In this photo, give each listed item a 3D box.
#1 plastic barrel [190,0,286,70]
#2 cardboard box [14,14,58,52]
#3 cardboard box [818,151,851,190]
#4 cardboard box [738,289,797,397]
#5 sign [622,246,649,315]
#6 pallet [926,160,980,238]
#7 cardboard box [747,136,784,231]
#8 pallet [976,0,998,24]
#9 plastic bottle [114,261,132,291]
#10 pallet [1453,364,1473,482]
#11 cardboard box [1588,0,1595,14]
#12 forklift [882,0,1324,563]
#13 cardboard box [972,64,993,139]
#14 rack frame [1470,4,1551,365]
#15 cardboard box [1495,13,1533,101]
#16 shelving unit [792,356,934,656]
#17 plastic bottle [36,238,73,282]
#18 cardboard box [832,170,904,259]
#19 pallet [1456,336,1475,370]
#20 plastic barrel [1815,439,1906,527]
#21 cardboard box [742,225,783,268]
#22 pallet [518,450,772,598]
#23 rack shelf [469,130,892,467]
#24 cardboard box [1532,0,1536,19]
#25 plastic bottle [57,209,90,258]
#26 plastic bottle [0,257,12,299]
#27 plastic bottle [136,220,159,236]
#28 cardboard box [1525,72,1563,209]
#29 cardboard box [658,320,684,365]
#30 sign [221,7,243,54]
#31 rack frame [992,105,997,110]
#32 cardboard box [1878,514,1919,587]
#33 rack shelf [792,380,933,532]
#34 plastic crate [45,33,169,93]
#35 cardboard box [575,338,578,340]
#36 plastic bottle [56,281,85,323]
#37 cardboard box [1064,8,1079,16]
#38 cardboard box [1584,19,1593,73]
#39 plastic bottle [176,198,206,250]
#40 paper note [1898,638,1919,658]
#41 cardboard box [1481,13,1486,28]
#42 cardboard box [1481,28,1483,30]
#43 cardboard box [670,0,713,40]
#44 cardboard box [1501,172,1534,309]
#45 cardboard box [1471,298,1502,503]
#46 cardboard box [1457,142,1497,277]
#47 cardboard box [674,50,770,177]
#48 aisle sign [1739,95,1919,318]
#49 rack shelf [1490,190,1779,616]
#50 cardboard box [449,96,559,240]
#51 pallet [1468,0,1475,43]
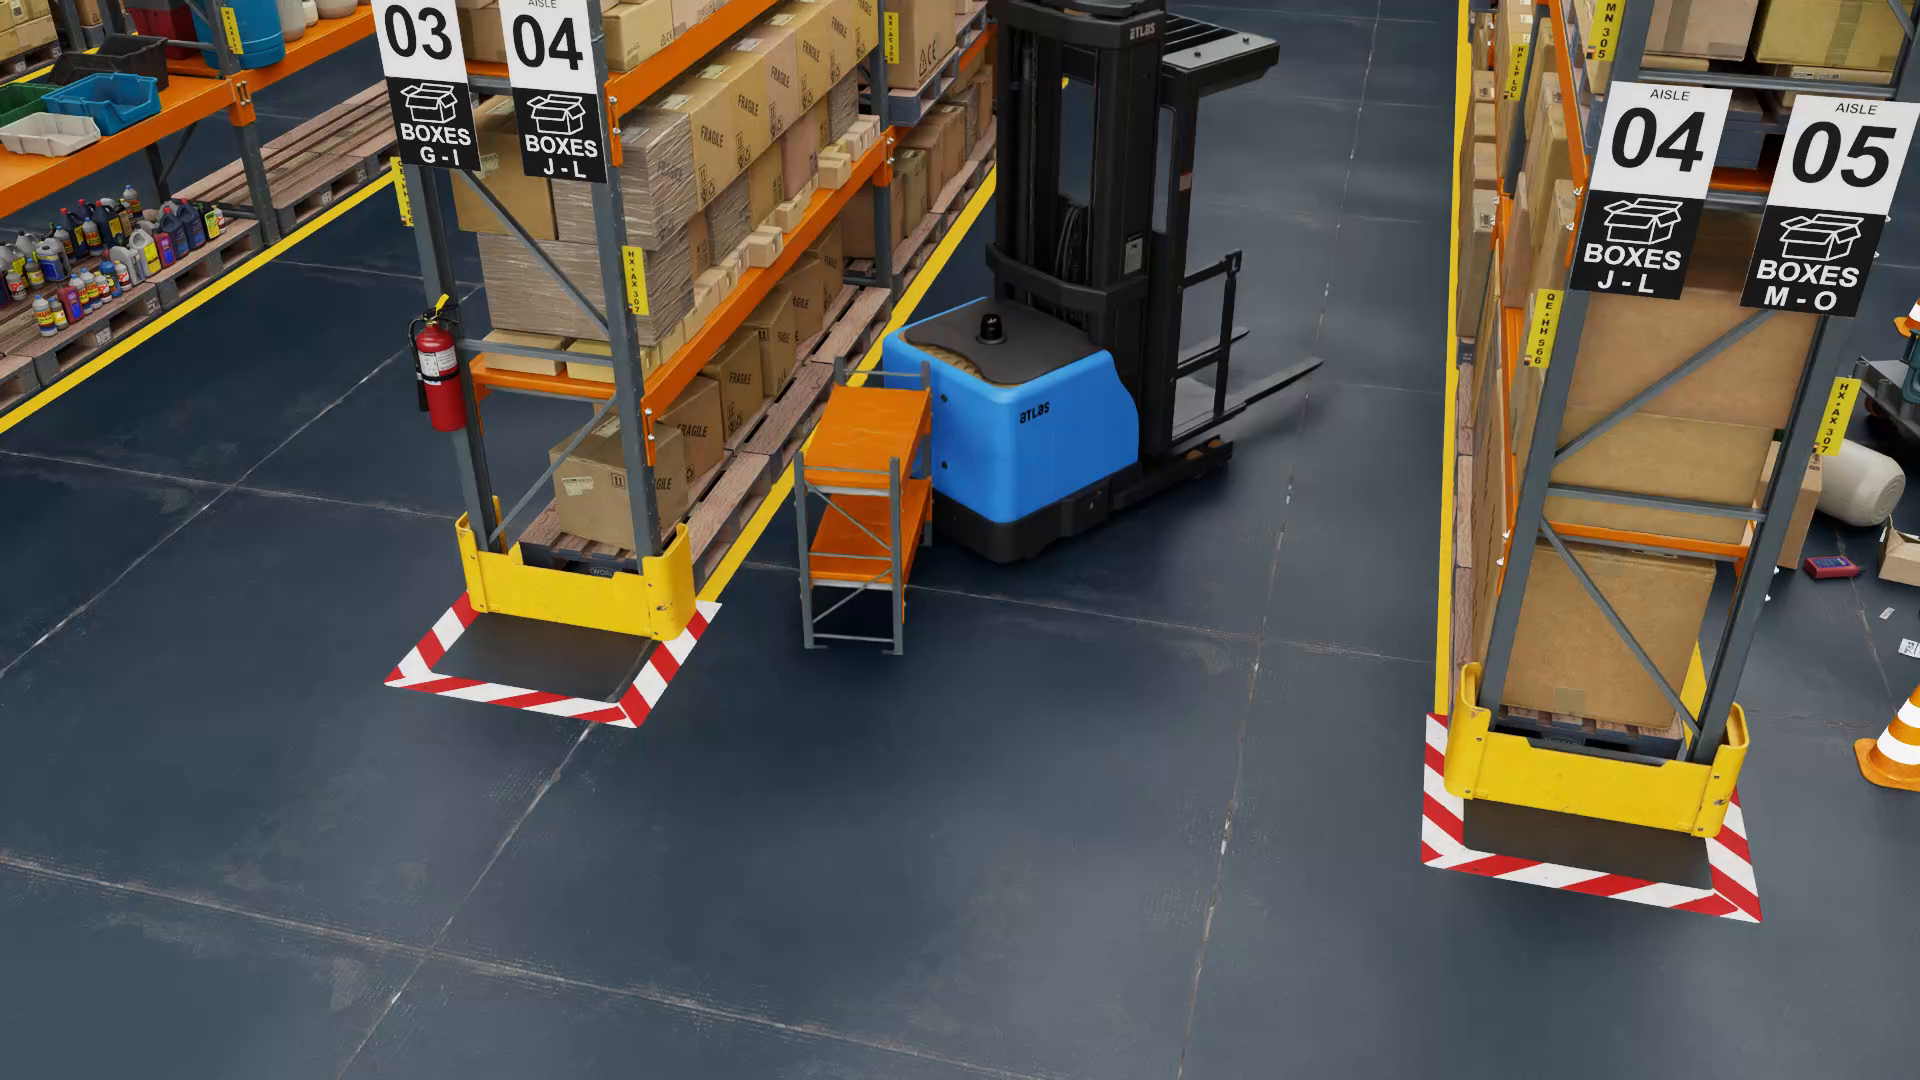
[{"bbox_3d":[-5.372,-3.995,12.271,0.600,0.901,0.708,8,33,12],"label":"plastic barrel"},{"bbox_3d":[-9.436,-5.087,16.628,0.500,0.250,0.500,9,33,14],"label":"cardboard box"},{"bbox_3d":[-0.893,-2.298,10.302,0.380,0.149,0.250,8,33,12],"label":"cardboard box"},{"bbox_3d":[-1.333,-1.239,10.342,0.500,0.500,0.500,5,33,8],"label":"cardboard box"},{"bbox_3d":[-1.463,-1.166,7.481,0.100,0.325,0.005,8,33,12],"label":"sign"},{"bbox_3d":[-0.469,-2.813,13.478,1.003,0.211,1.213,8,33,12],"label":"pallet"},{"bbox_3d":[-1.504,-2.111,9.404,0.875,0.500,0.500,8,33,12],"label":"cardboard box"},{"bbox_3d":[-0.035,-4.561,13.807,1.213,0.211,1.003,8,33,12],"label":"pallet"},{"bbox_3d":[-5.827,-1.840,11.546,0.097,0.201,0.097,0,32,0],"label":"plastic bottle"},{"bbox_3d":[3.531,-0.662,10.094,1.003,0.211,1.213,8,33,12],"label":"pallet"},{"bbox_3d":[2.766,-2.246,6.569,0.500,0.250,0.500,8,33,12],"label":"cardboard box"},{"bbox_3d":[0.991,-1.785,9.327,3.031,2.935,1.130,-26,41,-35],"label":"forklift"},{"bbox_3d":[-0.108,-3.806,14.361,0.700,0.500,0.500,6,33,10],"label":"cardboard box"},{"bbox_3d":[3.799,-2.222,9.950,1.000,3.000,0.127,8,33,12],"label":"rack frame"},{"bbox_3d":[4.056,-3.360,11.646,0.500,0.500,0.500,8,33,12],"label":"cardboard box"},{"bbox_3d":[-0.469,-0.190,8.501,0.538,1.125,1.048,4,33,6],"label":"shelving unit"},{"bbox_3d":[-6.376,-1.973,11.686,0.152,0.276,0.135,8,33,12],"label":"plastic bottle"},{"bbox_3d":[-0.796,-2.397,12.144,0.700,0.500,0.500,6,33,9],"label":"cardboard box"},{"bbox_3d":[3.922,-1.456,11.344,1.003,0.211,1.213,8,33,12],"label":"pallet"},{"bbox_3d":[4.995,-0.338,9.387,0.421,0.421,0.512,-21,38,-29],"label":"plastic barrel"},{"bbox_3d":[-1.210,-1.649,9.282,0.380,0.149,0.250,8,33,12],"label":"cardboard box"},{"bbox_3d":[-1.728,-0.154,9.295,1.003,0.211,1.213,8,33,12],"label":"pallet"},{"bbox_3d":[-1.480,-1.609,9.655,1.077,0.370,4.000,8,33,12],"label":"rack shelf"},{"bbox_3d":[4.306,-3.736,11.306,0.700,0.500,0.500,8,33,12],"label":"cardboard box"},{"bbox_3d":[-6.418,-2.232,12.024,0.144,0.351,0.185,7,33,10],"label":"plastic bottle"},{"bbox_3d":[-6.611,-1.797,11.409,0.152,0.276,0.135,7,33,11],"label":"plastic bottle"},{"bbox_3d":[-5.847,-2.195,12.035,0.152,0.276,0.135,8,33,12],"label":"plastic bottle"},{"bbox_3d":[3.375,-1.992,8.441,0.875,0.550,0.550,8,33,12],"label":"cardboard box"},{"bbox_3d":[-1.603,-1.011,8.278,0.380,0.149,0.250,8,33,12],"label":"cardboard box"},{"bbox_3d":[-5.234,-3.661,11.954,0.100,0.325,0.005,8,33,12],"label":"sign"},{"bbox_3d":[0.042,-5.026,14.360,1.000,3.000,0.127,8,33,12],"label":"rack frame"},{"bbox_3d":[5.144,0.074,8.886,0.396,0.266,0.258,14,35,21],"label":"cardboard box"},{"bbox_3d":[-0.469,-0.437,8.344,0.538,0.278,1.000,4,33,6],"label":"rack shelf"},{"bbox_3d":[-6.019,-3.344,11.772,0.767,0.338,0.504,8,33,12],"label":"plastic crate"},{"bbox_3d":[-2.051,-1.074,8.378,0.380,0.149,0.250,8,33,12],"label":"cardboard box"},{"bbox_3d":[-5.942,-1.602,11.095,0.061,0.283,0.133,9,33,13],"label":"plastic bottle"},{"bbox_3d":[0.471,-5.123,16.102,1.225,0.875,0.875,8,33,13],"label":"cardboard box"},{"bbox_3d":[2.605,-1.875,6.357,0.380,0.149,0.250,8,33,13],"label":"cardboard box"},{"bbox_3d":[-5.648,-2.319,12.161,0.144,0.351,0.185,7,33,11],"label":"plastic bottle"},{"bbox_3d":[4.814,0.546,8.364,0.144,0.017,0.142,20,38,29],"label":"paper note"},{"bbox_3d":[5.120,-4.924,15.440,0.500,0.250,0.500,9,34,14],"label":"cardboard box"},{"bbox_3d":[5.133,-4.600,15.629,0.500,0.500,0.500,9,33,13],"label":"cardboard box"},{"bbox_3d":[-1.491,-2.560,7.825,0.500,0.250,0.500,7,33,11],"label":"cardboard box"},{"bbox_3d":[3.349,-1.540,8.737,0.875,0.550,0.550,8,33,12],"label":"cardboard box"},{"bbox_3d":[3.347,-0.718,9.172,0.875,0.875,0.875,8,33,13],"label":"cardboard box"},{"bbox_3d":[4.118,-2.285,11.753,1.050,0.750,0.750,8,33,12],"label":"cardboard box"},{"bbox_3d":[-1.325,-2.231,8.660,0.500,0.500,0.500,8,33,12],"label":"cardboard box"},{"bbox_3d":[3.056,-1.166,5.865,0.394,0.787,0.004,8,33,12],"label":"aisle sign"},{"bbox_3d":[3.292,-0.881,8.510,1.077,0.370,4.000,8,33,12],"label":"rack shelf"},{"bbox_3d":[-2.087,-1.783,7.957,0.500,0.500,0.500,8,33,12],"label":"cardboard box"},{"bbox_3d":[5.966,-5.550,17.784,1.003,0.211,1.213,8,33,12],"label":"pallet"}]
